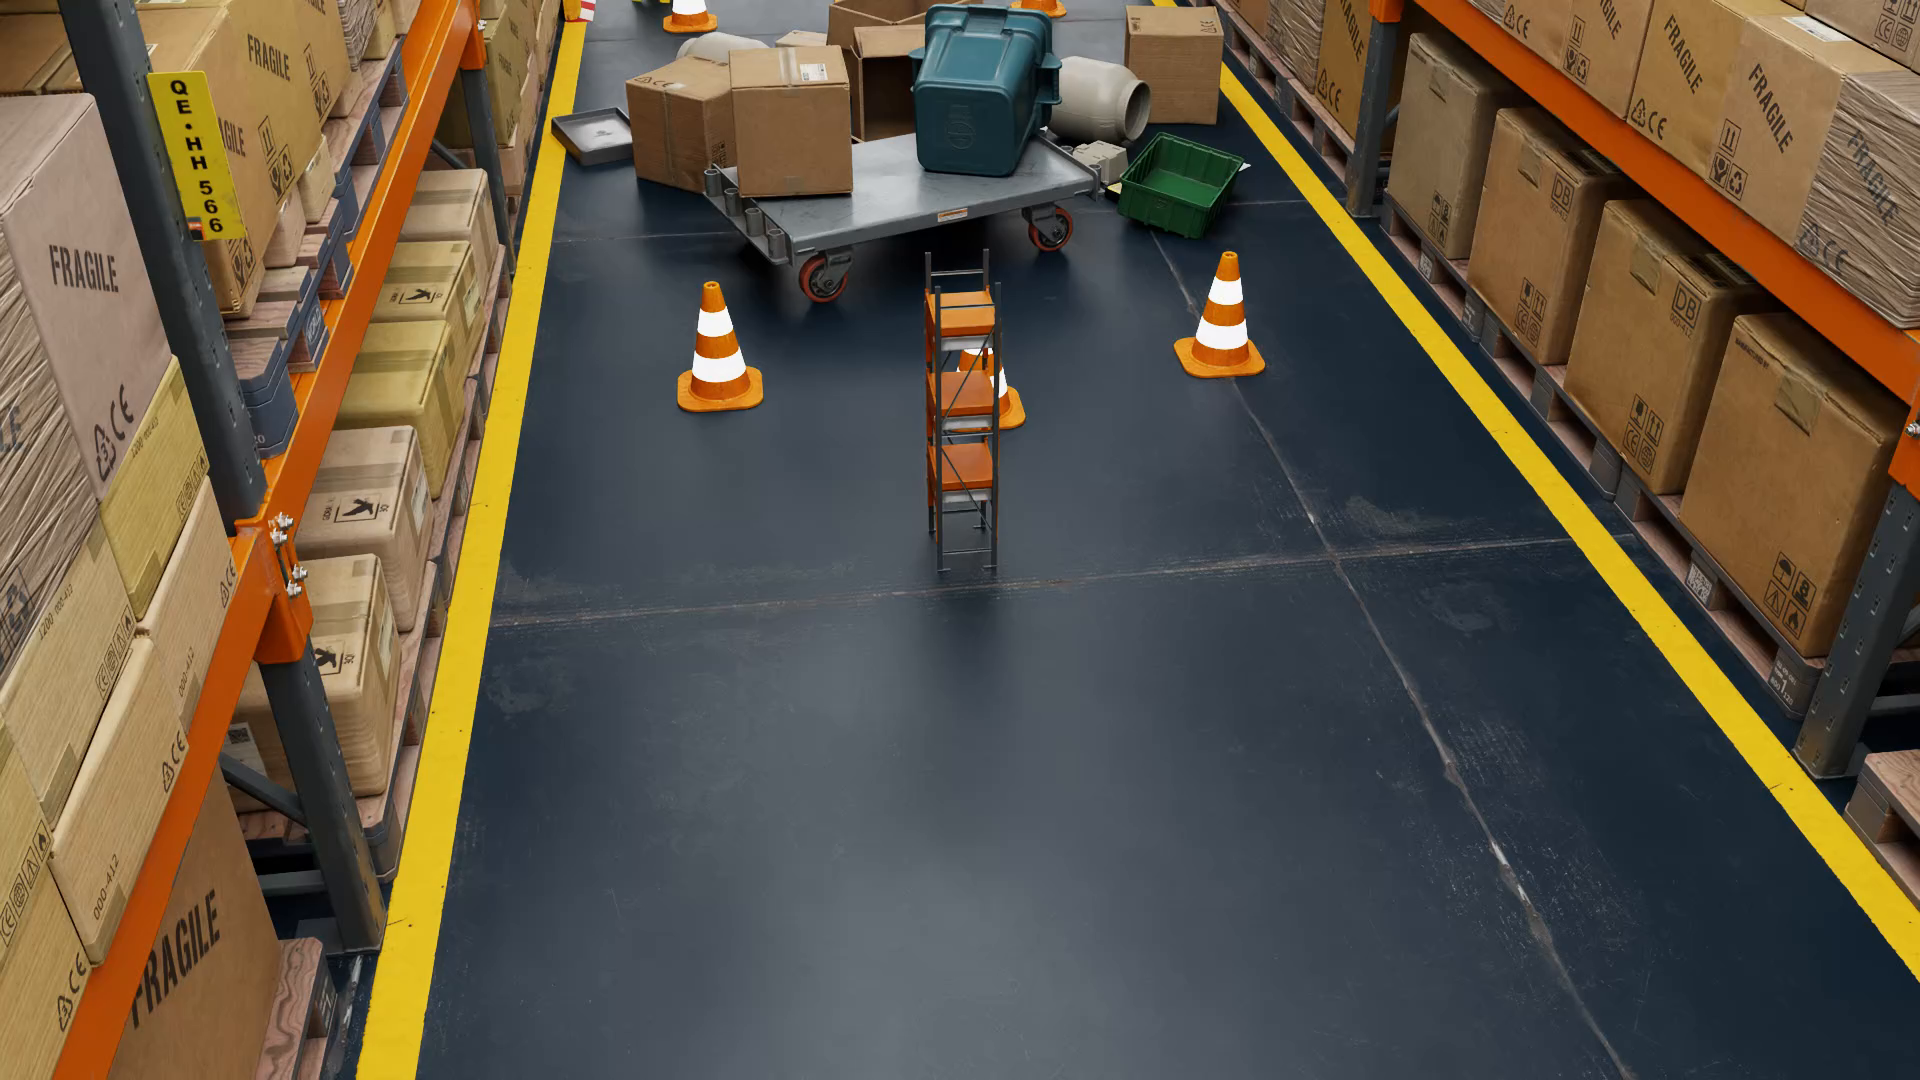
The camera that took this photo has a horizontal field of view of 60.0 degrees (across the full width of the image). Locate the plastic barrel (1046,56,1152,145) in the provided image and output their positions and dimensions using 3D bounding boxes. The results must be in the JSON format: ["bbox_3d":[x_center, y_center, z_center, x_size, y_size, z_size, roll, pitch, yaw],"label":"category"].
[{"bbox_3d":[0.710,-2.306,8.758,0.512,0.421,0.421,20,39,26],"label":"plastic barrel"}]

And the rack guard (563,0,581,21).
[{"bbox_3d":[-3.037,-3.579,10.558,1.175,0.500,0.348,-4,35,-6],"label":"rack guard"}]

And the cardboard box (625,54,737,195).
[{"bbox_3d":[-1.305,-2.091,8.373,0.500,0.500,0.500,20,39,26],"label":"cardboard box"}]

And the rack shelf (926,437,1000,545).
[{"bbox_3d":[0.007,-0.166,5.573,0.215,0.259,0.240,-4,35,-6],"label":"rack shelf"}]

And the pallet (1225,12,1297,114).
[{"bbox_3d":[2.190,-2.814,9.692,1.003,0.211,1.213,-4,35,-6],"label":"pallet"}]

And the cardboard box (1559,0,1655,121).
[{"bbox_3d":[2.388,-1.737,5.546,0.500,0.500,0.500,-4,34,-6],"label":"cardboard box"}]

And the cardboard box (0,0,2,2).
[{"bbox_3d":[-2.388,-1.048,3.899,0.500,0.500,0.500,-5,35,-7],"label":"cardboard box"}]

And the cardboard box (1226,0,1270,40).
[{"bbox_3d":[2.122,-3.517,9.761,0.875,0.875,0.875,-5,35,-7],"label":"cardboard box"}]

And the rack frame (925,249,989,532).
[{"bbox_3d":[-0.009,-0.472,5.510,0.200,1.050,0.008,-4,35,-6],"label":"rack frame"}]

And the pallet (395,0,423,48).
[{"bbox_3d":[-2.550,-1.906,6.053,1.003,0.211,1.213,-4,35,-6],"label":"pallet"}]

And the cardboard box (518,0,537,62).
[{"bbox_3d":[-2.473,-2.706,8.461,0.500,0.500,0.500,-3,34,-4],"label":"cardboard box"}]

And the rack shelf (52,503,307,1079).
[{"bbox_3d":[-1.702,1.223,1.930,1.077,0.370,4.000,-4,35,-6],"label":"rack shelf"}]

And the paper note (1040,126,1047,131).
[{"bbox_3d":[0.387,-2.243,9.021,0.172,0.023,0.155,7,35,10],"label":"paper note"}]

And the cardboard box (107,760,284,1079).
[{"bbox_3d":[-1.960,0.906,3.271,0.875,0.875,0.875,-5,35,-7],"label":"cardboard box"}]

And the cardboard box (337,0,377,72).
[{"bbox_3d":[-2.017,-1.662,4.800,0.500,0.500,0.500,-6,35,-8],"label":"cardboard box"}]

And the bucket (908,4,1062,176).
[{"bbox_3d":[0.080,-2.030,7.623,0.726,0.611,0.620,7,45,10],"label":"bucket"}]

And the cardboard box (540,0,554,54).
[{"bbox_3d":[-2.610,-2.971,9.515,0.500,0.250,0.500,-4,35,-6],"label":"cardboard box"}]

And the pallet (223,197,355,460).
[{"bbox_3d":[-2.172,-0.501,3.991,1.213,0.211,1.003,-4,35,-6],"label":"pallet"}]

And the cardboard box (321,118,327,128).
[{"bbox_3d":[-2.029,-1.210,4.712,0.380,0.149,0.250,-3,34,-4],"label":"cardboard box"}]

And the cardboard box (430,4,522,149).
[{"bbox_3d":[-2.321,-2.119,7.599,0.500,0.500,0.500,-3,34,-4],"label":"cardboard box"}]

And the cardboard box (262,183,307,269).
[{"bbox_3d":[-1.826,-0.772,4.069,0.380,0.149,0.250,-7,35,-9],"label":"cardboard box"}]

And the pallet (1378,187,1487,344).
[{"bbox_3d":[2.561,-1.276,7.436,1.003,0.211,1.213,-4,35,-6],"label":"pallet"}]

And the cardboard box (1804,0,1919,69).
[{"bbox_3d":[2.801,-1.609,4.471,0.700,0.500,0.500,-5,35,-7],"label":"cardboard box"}]

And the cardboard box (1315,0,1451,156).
[{"bbox_3d":[2.367,-2.505,8.277,0.875,0.875,0.875,-4,34,-6],"label":"cardboard box"}]

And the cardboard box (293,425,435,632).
[{"bbox_3d":[-2.144,-0.005,5.054,0.950,0.372,0.625,-5,35,-7],"label":"cardboard box"}]

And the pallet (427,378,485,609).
[{"bbox_3d":[-2.235,-0.153,5.788,1.003,0.211,1.213,-4,35,-6],"label":"pallet"}]

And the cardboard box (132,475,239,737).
[{"bbox_3d":[-1.646,0.134,3.022,0.500,0.250,0.500,-6,35,-8],"label":"cardboard box"}]

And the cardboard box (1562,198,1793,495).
[{"bbox_3d":[2.807,-0.700,5.738,1.050,0.750,0.750,-4,34,-6],"label":"cardboard box"}]

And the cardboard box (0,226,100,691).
[{"bbox_3d":[-1.565,-0.090,2.242,0.500,0.500,0.500,-4,34,-6],"label":"cardboard box"}]

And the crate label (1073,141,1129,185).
[{"bbox_3d":[0.705,-1.922,8.449,0.250,0.136,0.298,27,43,34],"label":"crate label"}]

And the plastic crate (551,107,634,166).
[{"bbox_3d":[-1.908,-2.154,8.840,0.402,0.080,0.583,-16,38,-23],"label":"plastic crate"}]

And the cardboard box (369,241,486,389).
[{"bbox_3d":[-2.336,-0.817,6.245,0.950,0.372,0.625,-2,34,-3],"label":"cardboard box"}]

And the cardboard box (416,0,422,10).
[{"bbox_3d":[-2.078,-1.936,5.778,0.380,0.149,0.250,-5,35,-7],"label":"cardboard box"}]

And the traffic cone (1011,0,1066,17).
[{"bbox_3d":[0.509,-3.634,10.671,0.336,0.463,0.334,-4,35,-6],"label":"traffic cone"}]

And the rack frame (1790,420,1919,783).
[{"bbox_3d":[2.920,-0.621,3.998,1.000,3.000,0.127,-4,35,-6],"label":"rack frame"}]

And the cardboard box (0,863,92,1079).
[{"bbox_3d":[-1.510,0.700,2.192,0.500,0.250,0.500,-5,35,-7],"label":"cardboard box"}]

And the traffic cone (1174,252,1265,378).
[{"bbox_3d":[1.067,-0.943,6.722,0.336,0.463,0.334,-4,35,-6],"label":"traffic cone"}]

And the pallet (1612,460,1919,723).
[{"bbox_3d":[2.889,0.085,5.438,1.003,0.211,1.213,-4,35,-6],"label":"pallet"}]

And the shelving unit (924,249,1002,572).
[{"bbox_3d":[0.007,-0.404,5.411,0.215,1.050,0.252,-4,35,-6],"label":"shelving unit"}]

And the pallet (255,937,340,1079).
[{"bbox_3d":[-1.940,1.408,3.497,1.003,0.211,1.213,-4,35,-6],"label":"pallet"}]

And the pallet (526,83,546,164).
[{"bbox_3d":[-2.802,-2.324,8.973,1.003,0.211,1.213,-4,35,-6],"label":"pallet"}]

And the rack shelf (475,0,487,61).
[{"bbox_3d":[-2.778,-3.241,8.481,1.077,0.370,4.000,-4,35,-6],"label":"rack shelf"}]

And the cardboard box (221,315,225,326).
[{"bbox_3d":[-1.831,-0.455,3.605,0.380,0.149,0.250,-6,35,-9],"label":"cardboard box"}]

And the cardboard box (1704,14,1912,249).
[{"bbox_3d":[2.528,-1.172,4.718,0.500,0.500,0.500,-4,35,-6],"label":"cardboard box"}]

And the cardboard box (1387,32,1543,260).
[{"bbox_3d":[2.555,-1.758,7.291,1.050,0.750,0.750,-5,35,-7],"label":"cardboard box"}]

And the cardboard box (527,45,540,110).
[{"bbox_3d":[-2.478,-2.402,8.680,0.500,0.250,0.500,-5,35,-7],"label":"cardboard box"}]

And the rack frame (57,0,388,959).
[{"bbox_3d":[-1.971,-0.190,3.365,1.000,3.000,0.127,-4,35,-6],"label":"rack frame"}]

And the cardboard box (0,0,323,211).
[{"bbox_3d":[-1.879,-1.087,3.955,0.500,0.500,0.500,-3,34,-4],"label":"cardboard box"}]

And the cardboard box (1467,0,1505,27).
[{"bbox_3d":[2.255,-2.299,6.372,0.500,0.500,0.500,-4,34,-6],"label":"cardboard box"}]

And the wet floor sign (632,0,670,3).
[{"bbox_3d":[-2.012,-3.869,10.854,0.267,0.644,0.232,7,35,10],"label":"wet floor sign"}]

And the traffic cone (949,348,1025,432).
[{"bbox_3d":[0.075,-0.702,6.369,0.336,0.463,0.334,-4,35,-6],"label":"traffic cone"}]

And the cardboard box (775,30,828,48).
[{"bbox_3d":[-0.869,-2.898,9.871,0.380,0.149,0.250,13,36,18],"label":"cardboard box"}]

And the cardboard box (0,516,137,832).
[{"bbox_3d":[-1.581,0.202,2.479,0.500,0.250,0.500,-5,35,-8],"label":"cardboard box"}]

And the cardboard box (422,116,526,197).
[{"bbox_3d":[-2.321,-1.809,7.810,0.500,0.250,0.500,-6,35,-9],"label":"cardboard box"}]

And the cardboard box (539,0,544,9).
[{"bbox_3d":[-2.607,-3.283,9.307,0.500,0.500,0.500,-3,34,-5],"label":"cardboard box"}]

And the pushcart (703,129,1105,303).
[{"bbox_3d":[-0.256,-1.539,7.674,1.648,0.377,0.936,-16,38,-23],"label":"pushcart"}]

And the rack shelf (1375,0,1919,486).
[{"bbox_3d":[2.651,-1.440,5.839,1.077,0.370,4.000,-4,35,-6],"label":"rack shelf"}]

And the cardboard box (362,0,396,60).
[{"bbox_3d":[-2.043,-1.655,5.366,0.380,0.149,0.250,-4,35,-6],"label":"cardboard box"}]

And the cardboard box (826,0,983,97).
[{"bbox_3d":[-0.302,-2.834,9.462,0.637,0.503,0.797,27,43,34],"label":"cardboard box"}]
